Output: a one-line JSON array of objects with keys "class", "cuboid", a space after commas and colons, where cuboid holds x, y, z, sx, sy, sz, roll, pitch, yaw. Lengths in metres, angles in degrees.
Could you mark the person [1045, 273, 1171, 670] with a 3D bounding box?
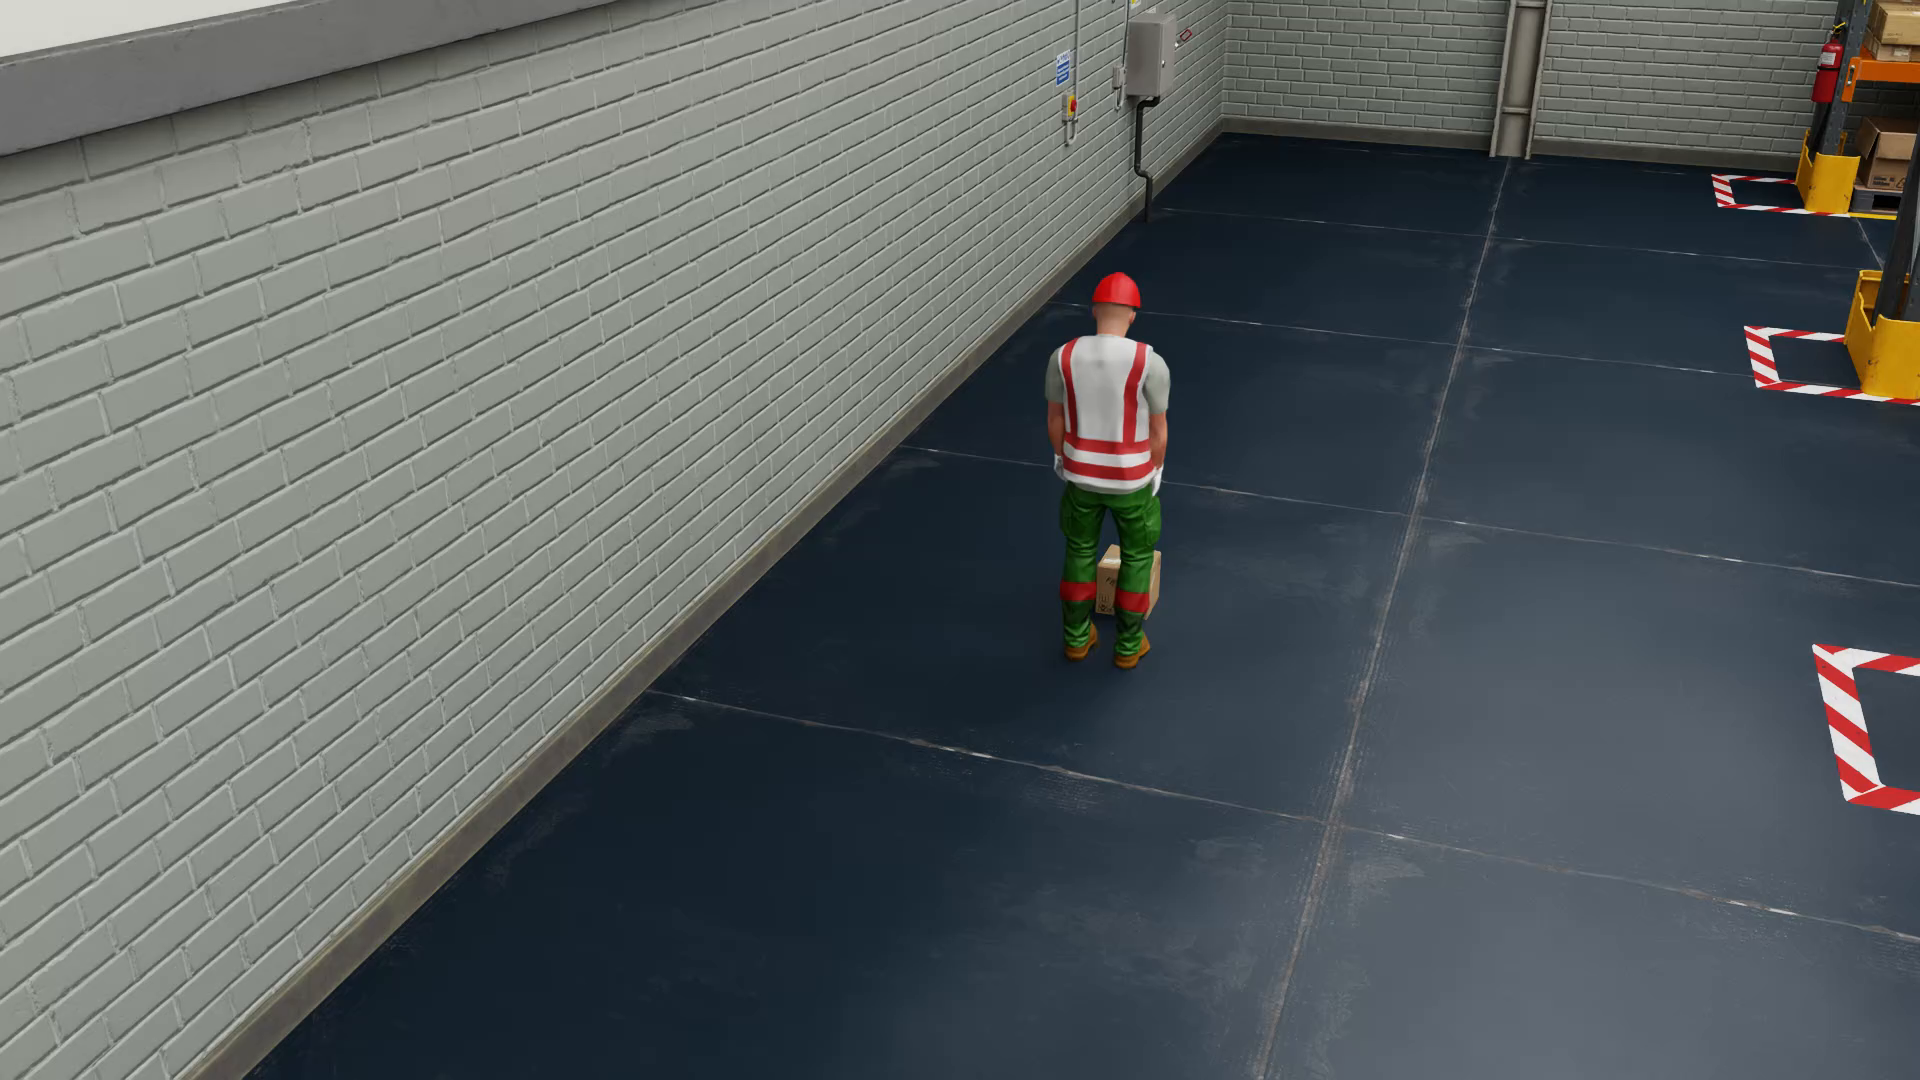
[{"class": "person", "cuboid": [0.637, -0.292, 7.232, 0.536, 1.757, 0.414, 9, 27, 19]}]
